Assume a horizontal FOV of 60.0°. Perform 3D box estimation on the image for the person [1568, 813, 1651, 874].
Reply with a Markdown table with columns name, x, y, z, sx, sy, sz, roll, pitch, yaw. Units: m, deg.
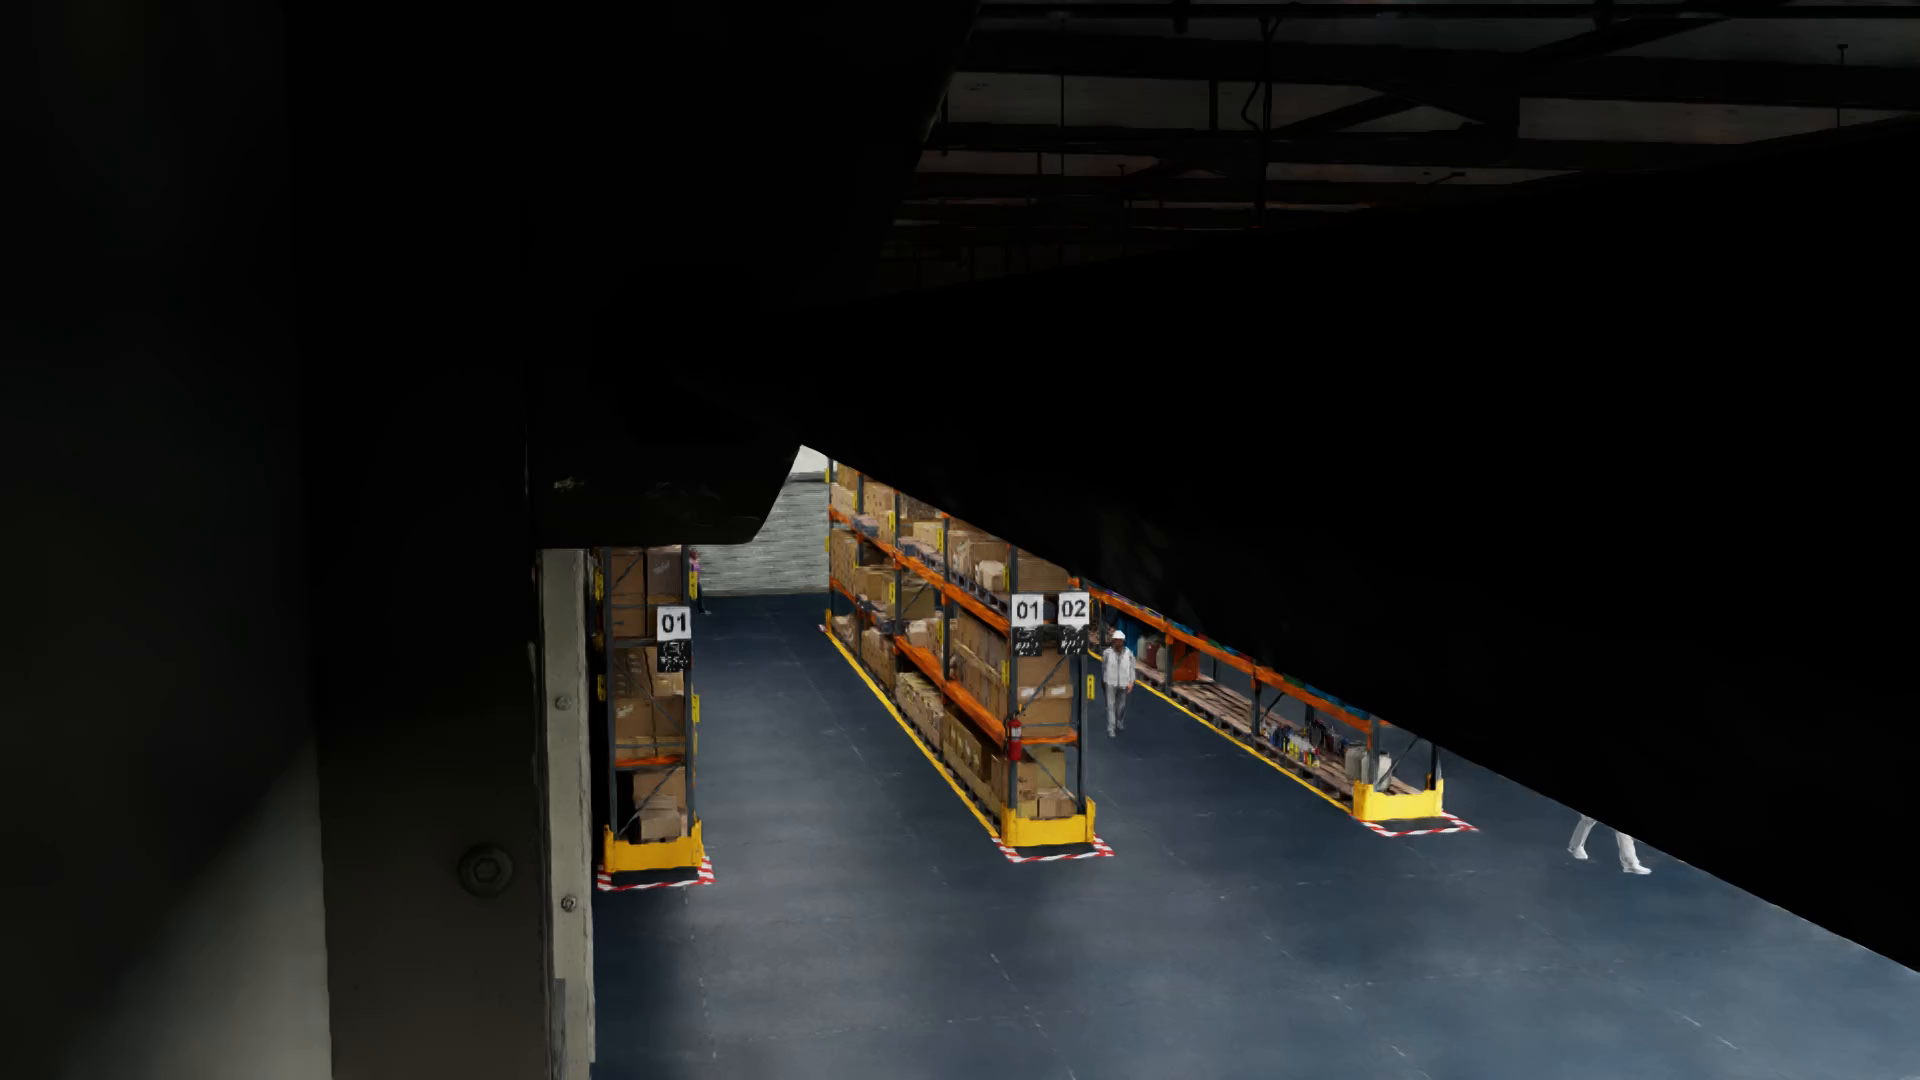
| name | x | y | z | sx | sy | sz | roll | pitch | yaw |
| --- | --- | --- | --- | --- | --- | --- | --- | --- | --- |
| person | 7.772 | 3.098 | 19.979 | 0.601 | 1.694 | 1.187 | -2 | 7 | -15 |

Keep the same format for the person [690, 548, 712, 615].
| name | x | y | z | sx | sy | sz | roll | pitch | yaw |
| --- | --- | --- | --- | --- | --- | --- | --- | --- | --- |
| person | -6.127 | 0.976 | 38.400 | 0.531 | 1.588 | 0.638 | 3 | 7 | 24 |

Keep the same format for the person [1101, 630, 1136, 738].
| name | x | y | z | sx | sy | sz | roll | pitch | yaw |
| --- | --- | --- | --- | --- | --- | --- | --- | --- | --- |
| person | 2.556 | 2.294 | 26.807 | 0.539 | 1.715 | 1.031 | 0 | 7 | -4 |
